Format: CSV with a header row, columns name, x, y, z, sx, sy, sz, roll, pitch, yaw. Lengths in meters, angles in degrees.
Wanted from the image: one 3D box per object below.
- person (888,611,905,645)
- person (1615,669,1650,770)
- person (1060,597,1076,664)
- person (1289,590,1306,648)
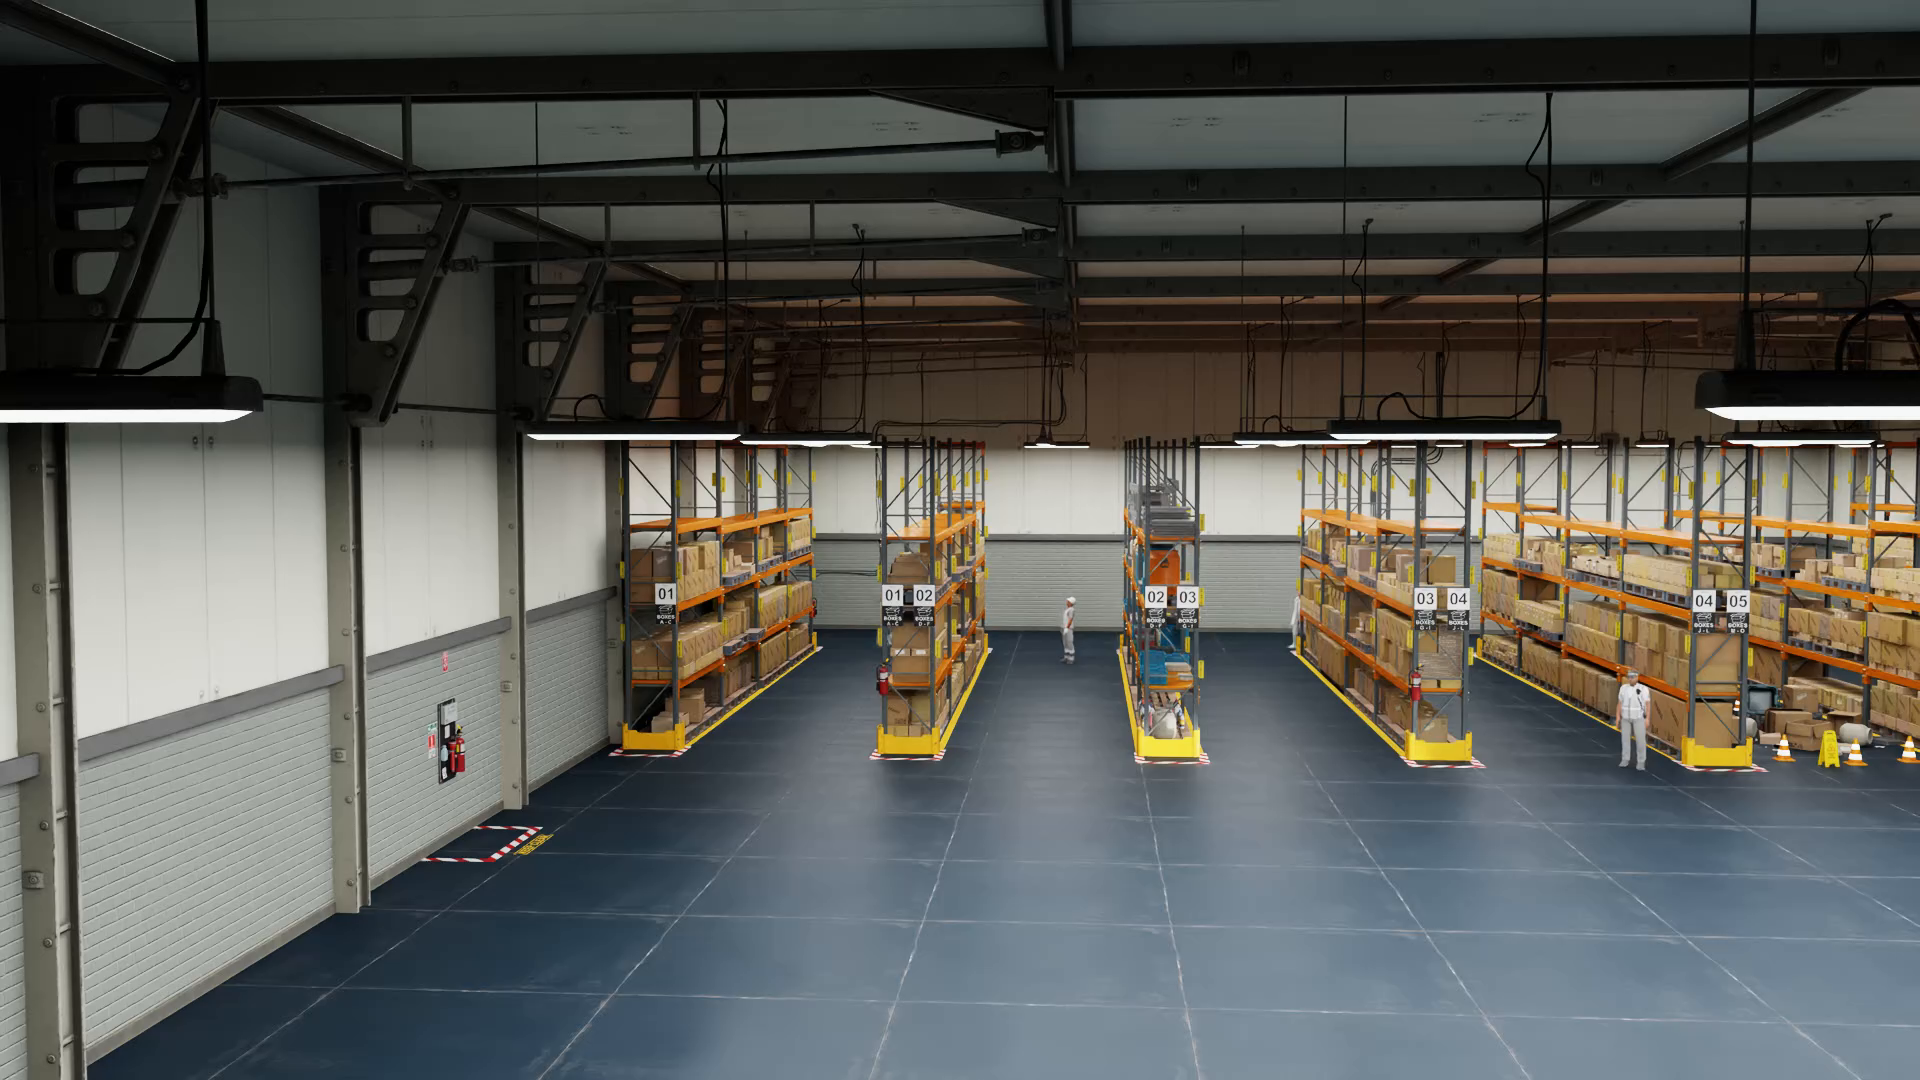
name,x,y,z,sx,sy,sz,roll,pitch,yaw
person,-1.706,2.324,48.232,0.699,1.620,0.500,-1,3,-16
person,12.177,3.232,30.116,0.567,1.790,0.413,3,4,42
person,2.894,2.434,44.993,0.458,1.784,0.565,-1,3,-26
person,9.925,2.260,48.321,0.565,1.756,0.906,2,4,33
